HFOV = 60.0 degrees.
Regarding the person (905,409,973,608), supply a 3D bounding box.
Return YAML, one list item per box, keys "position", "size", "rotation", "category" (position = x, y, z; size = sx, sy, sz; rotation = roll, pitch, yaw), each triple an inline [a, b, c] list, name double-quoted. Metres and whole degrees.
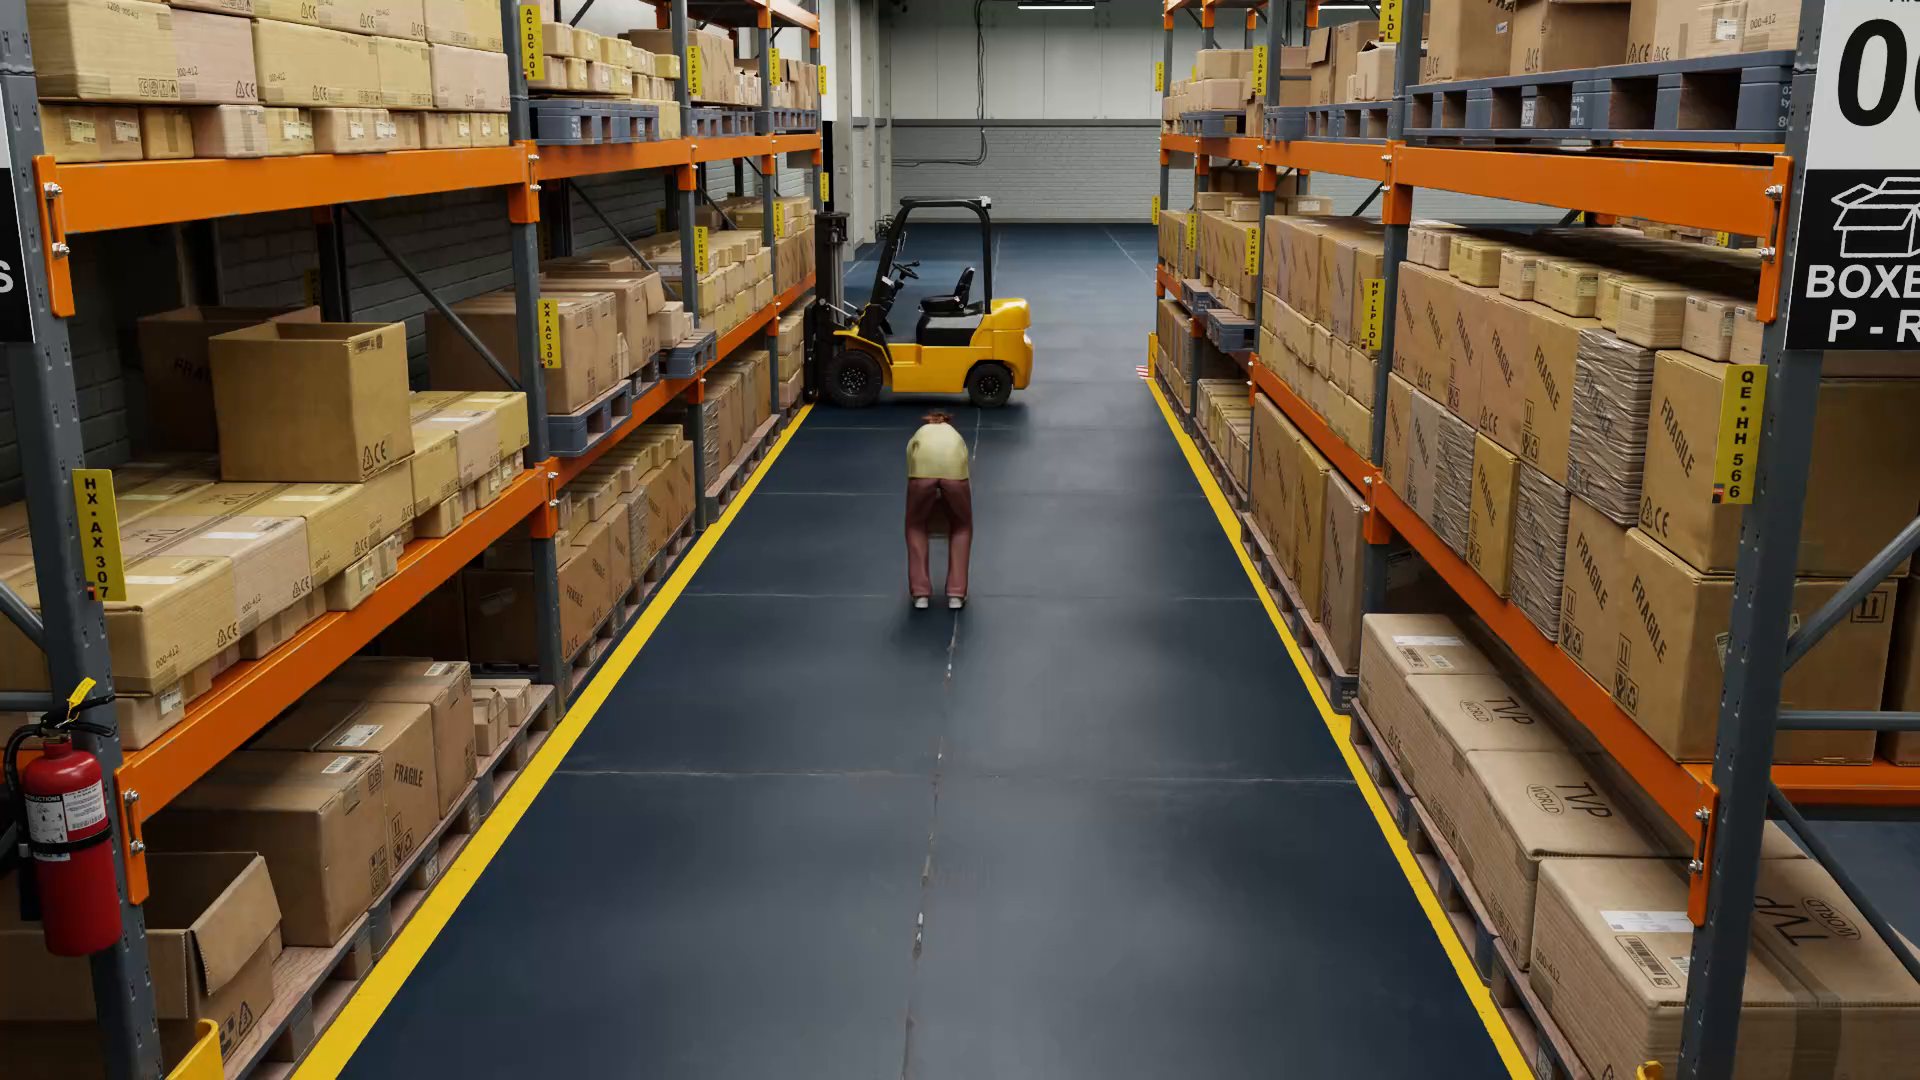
- position: [-0.133, -0.214, 10.441]
  size: [0.421, 1.158, 0.865]
  rotation: [0, 14, 0]
  category: "person"
